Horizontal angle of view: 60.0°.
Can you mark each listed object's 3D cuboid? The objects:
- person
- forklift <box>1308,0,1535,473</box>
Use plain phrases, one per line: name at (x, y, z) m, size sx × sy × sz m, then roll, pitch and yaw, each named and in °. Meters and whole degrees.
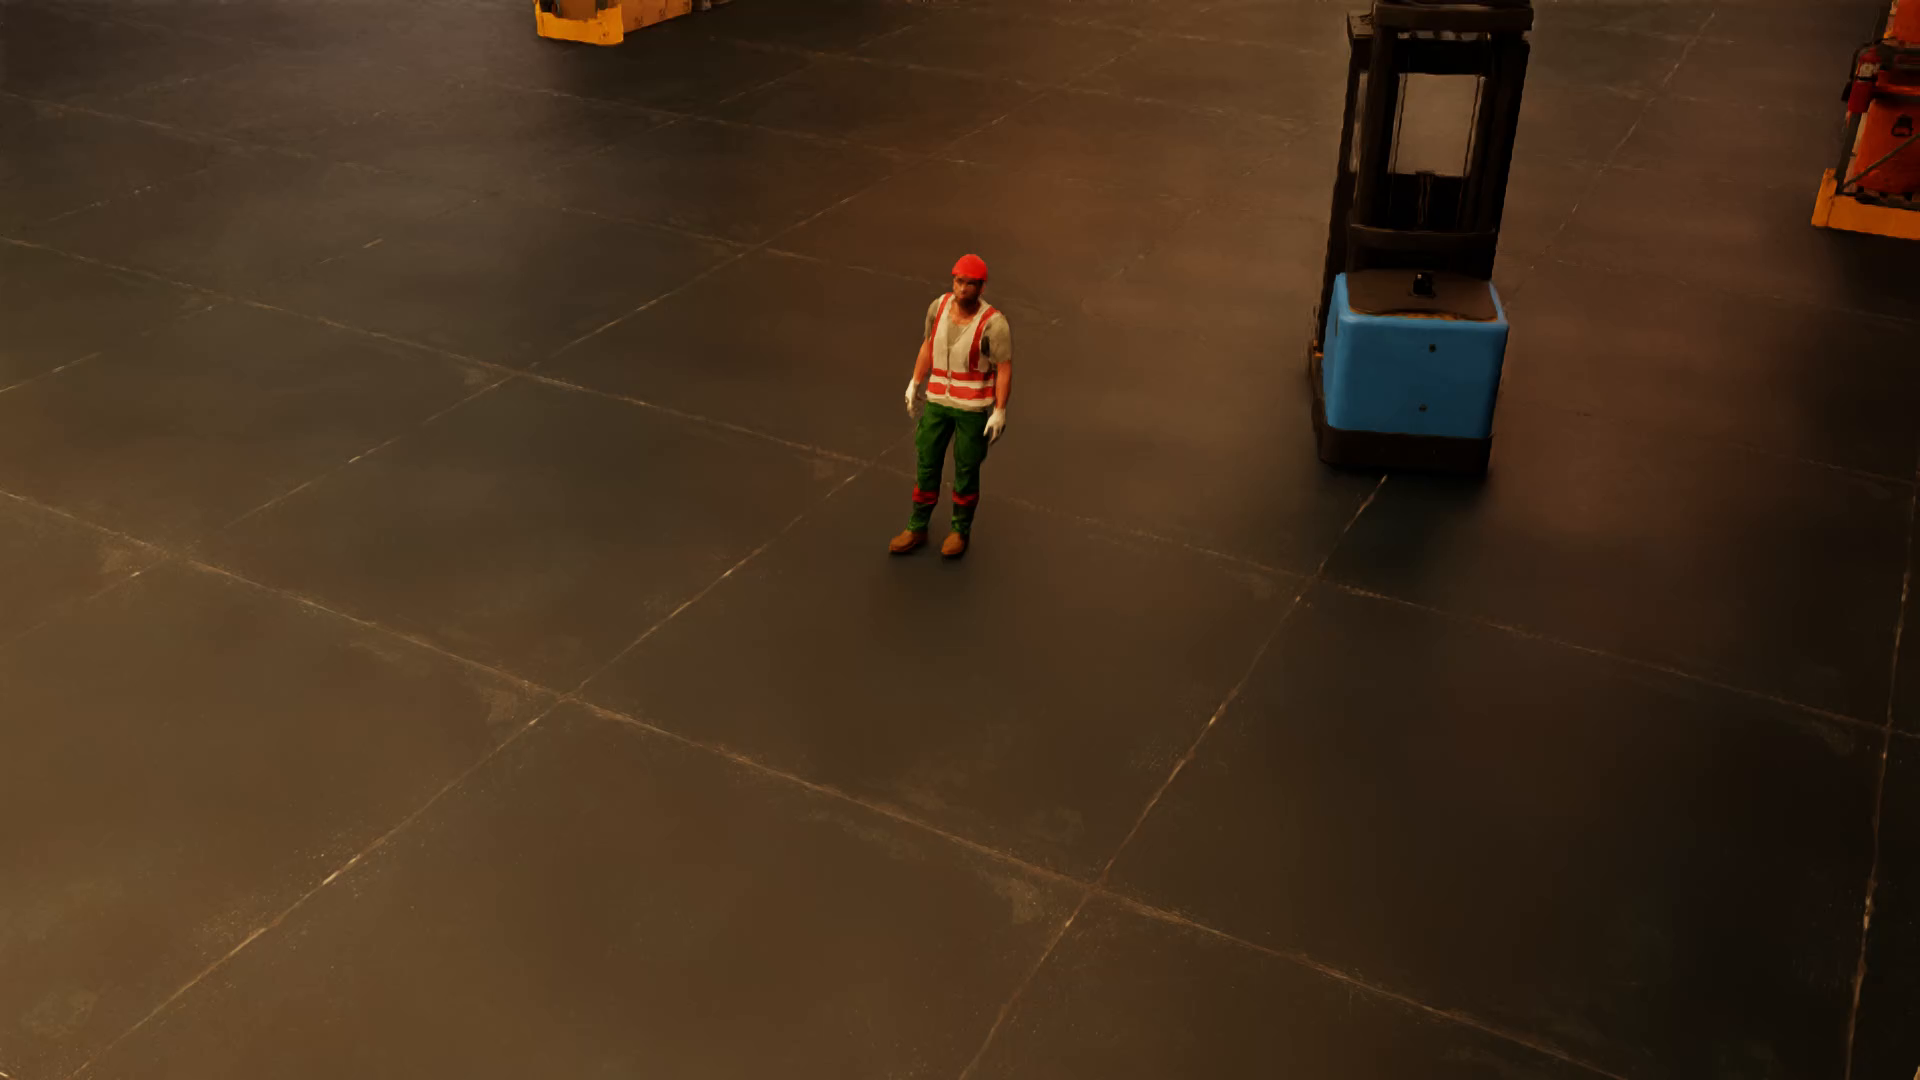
person at (-0.049, -0.748, 9.496) m, size 0.637 × 1.787 × 0.563 m, roll 15°, pitch 33°, yaw 25°
forklift at (3.083, -2.415, 11.255) m, size 1.130 × 2.935 × 3.031 m, roll 4°, pitch 30°, yaw 8°
